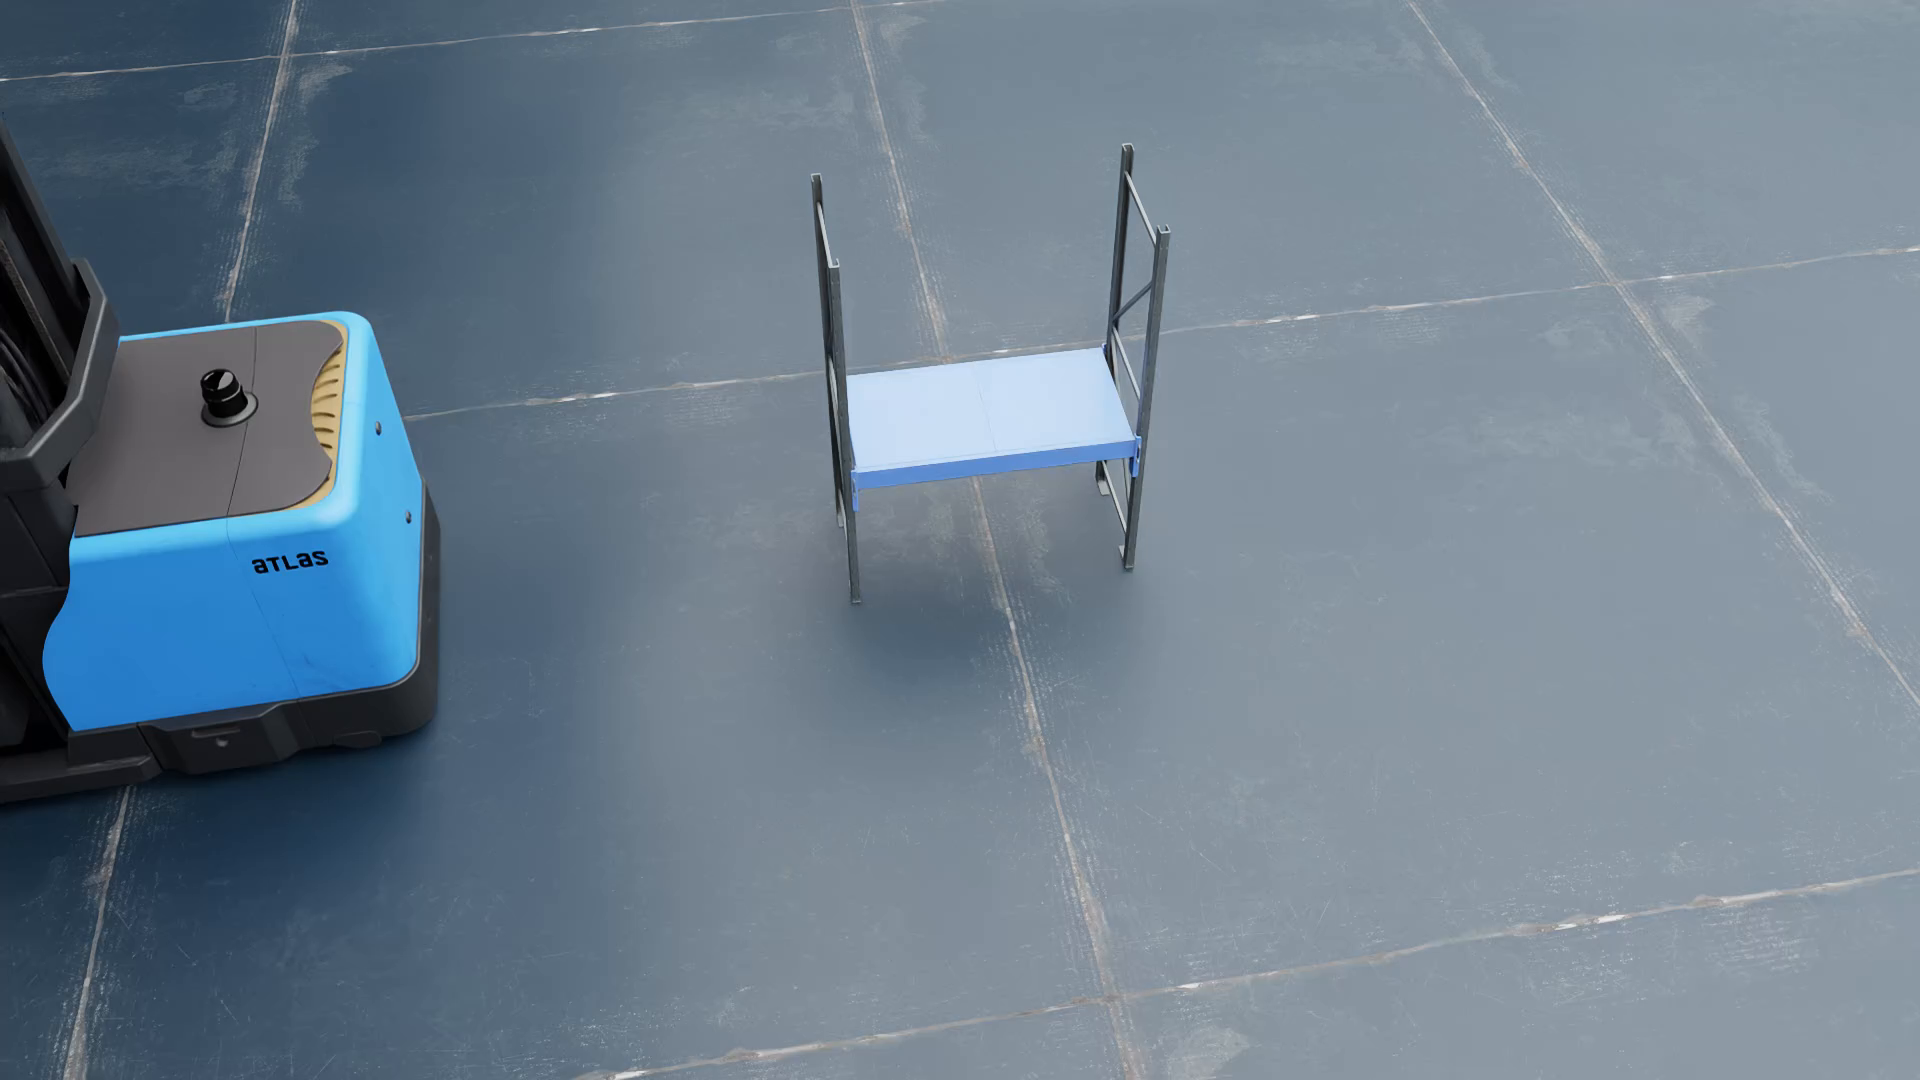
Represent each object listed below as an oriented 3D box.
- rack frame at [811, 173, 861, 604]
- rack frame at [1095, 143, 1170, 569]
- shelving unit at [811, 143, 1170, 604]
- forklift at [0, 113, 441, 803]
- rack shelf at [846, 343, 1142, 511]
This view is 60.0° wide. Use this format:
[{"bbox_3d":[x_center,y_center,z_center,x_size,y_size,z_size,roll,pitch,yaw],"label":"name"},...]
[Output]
[{"bbox_3d":[-0.417,-0.468,5.660,0.032,1.500,0.500,-7,46,-7],"label":"rack frame"},{"bbox_3d":[0.585,-0.593,5.780,0.032,1.500,0.500,-7,46,-7],"label":"rack frame"},{"bbox_3d":[0.084,-0.531,5.720,1.048,1.500,0.538,-7,46,-7],"label":"shelving unit"},{"bbox_3d":[-3.336,-0.495,4.692,3.031,2.935,1.130,-8,47,-8],"label":"forklift"},{"bbox_3d":[0.084,-0.406,5.850,1.000,0.185,0.538,-7,46,-7],"label":"rack shelf"}]
